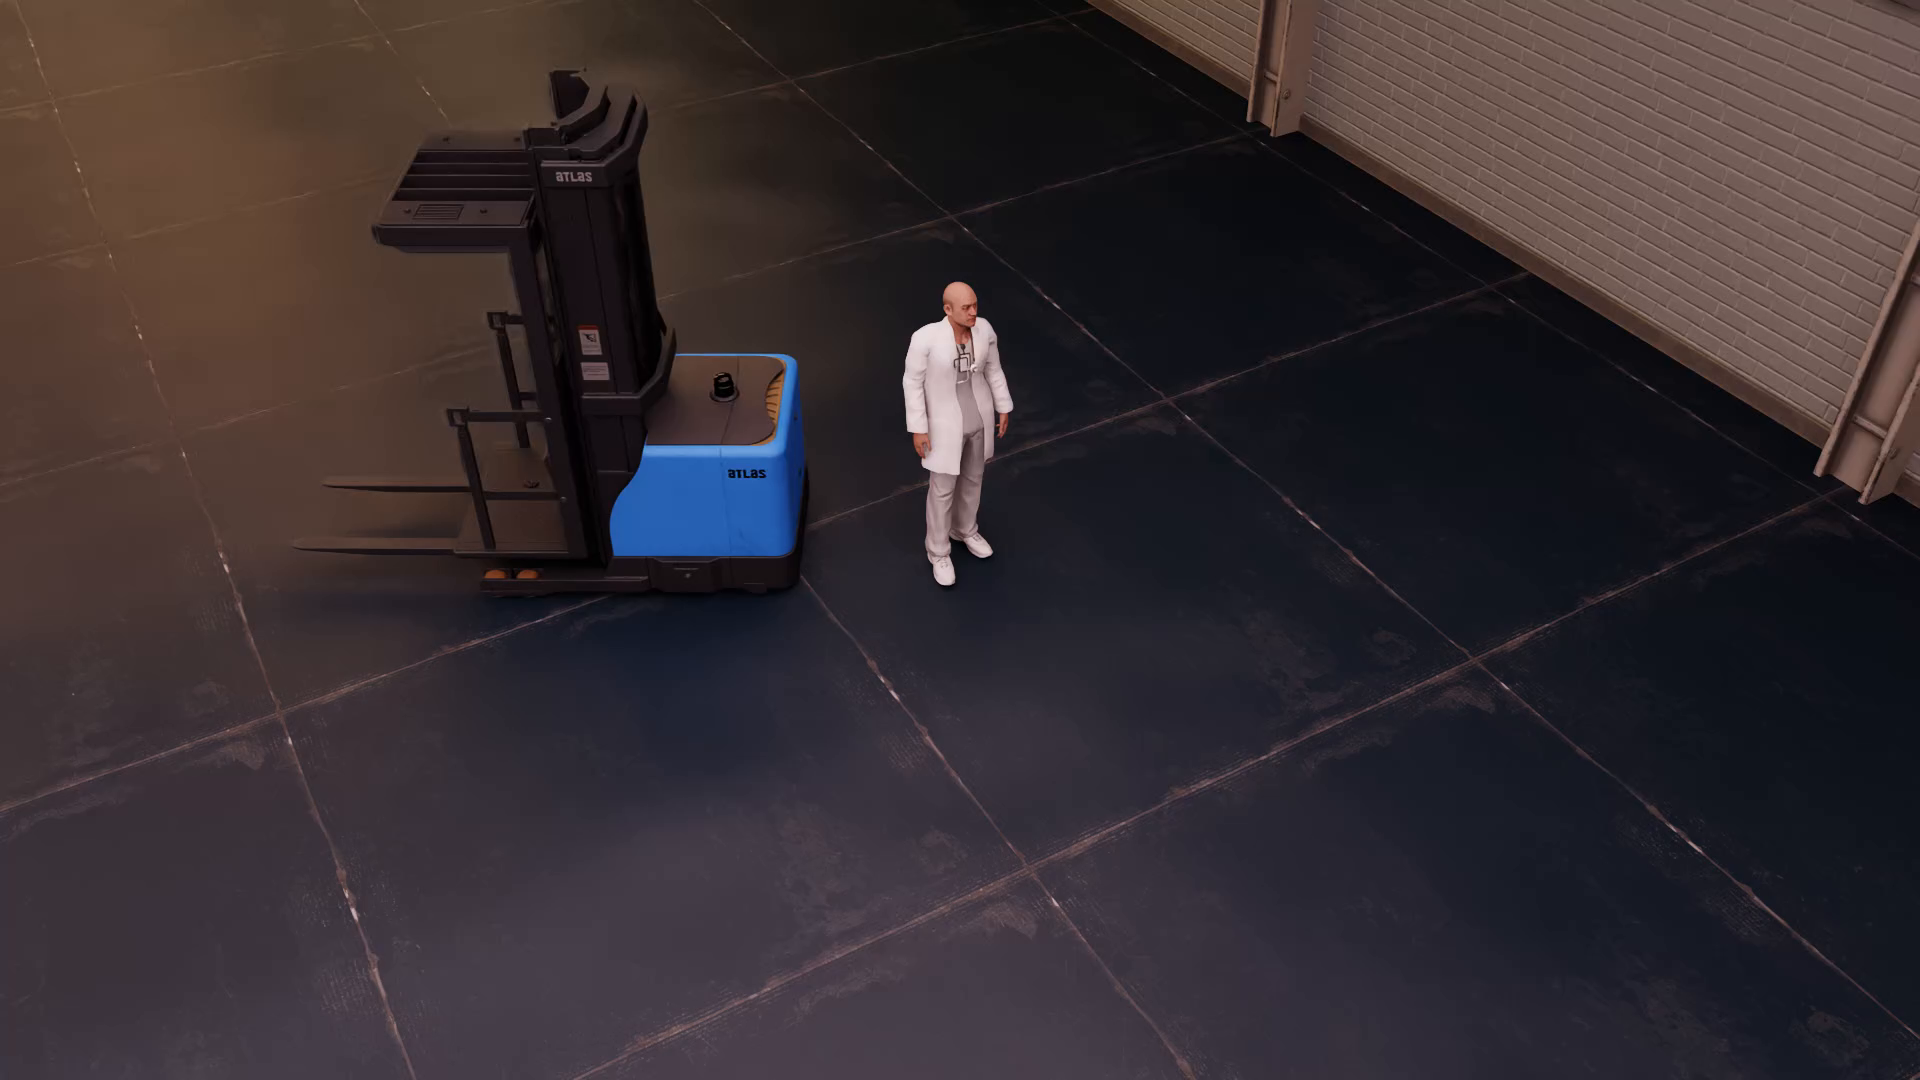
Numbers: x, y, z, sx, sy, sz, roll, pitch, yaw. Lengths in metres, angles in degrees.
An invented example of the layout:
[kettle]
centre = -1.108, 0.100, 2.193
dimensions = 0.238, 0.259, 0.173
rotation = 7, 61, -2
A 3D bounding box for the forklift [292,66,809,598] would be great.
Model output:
[forklift]
centre = -2.477, -1.124, 9.391
dimensions = 3.031, 2.935, 1.130
rotation = 0, 40, 0

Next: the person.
[person]
centre = 0.041, -0.638, 9.698
dimensions = 0.694, 1.776, 0.581
rotation = -20, 44, -23
